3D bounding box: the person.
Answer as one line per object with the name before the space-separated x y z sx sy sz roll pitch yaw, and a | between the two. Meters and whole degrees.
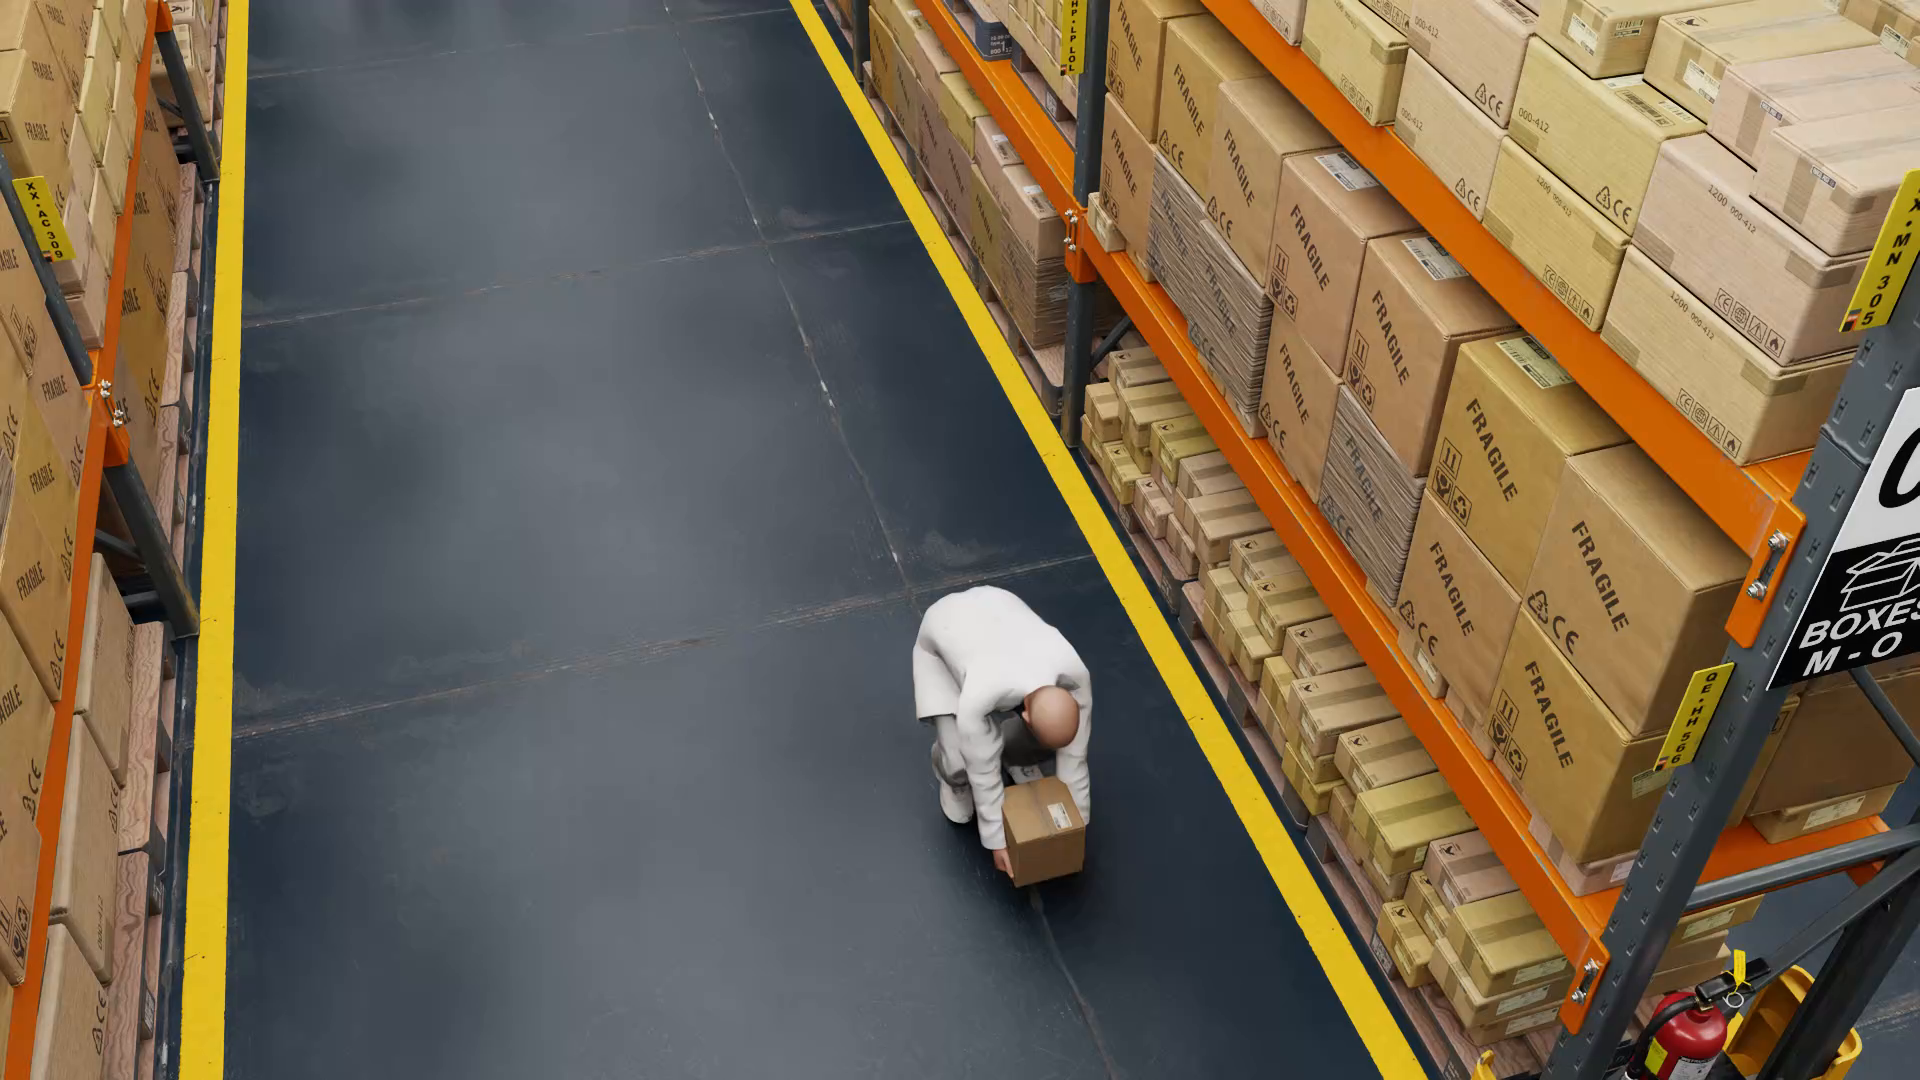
person | 0.160 0.669 6.002 0.594 1.003 0.952 -14 44 -15
